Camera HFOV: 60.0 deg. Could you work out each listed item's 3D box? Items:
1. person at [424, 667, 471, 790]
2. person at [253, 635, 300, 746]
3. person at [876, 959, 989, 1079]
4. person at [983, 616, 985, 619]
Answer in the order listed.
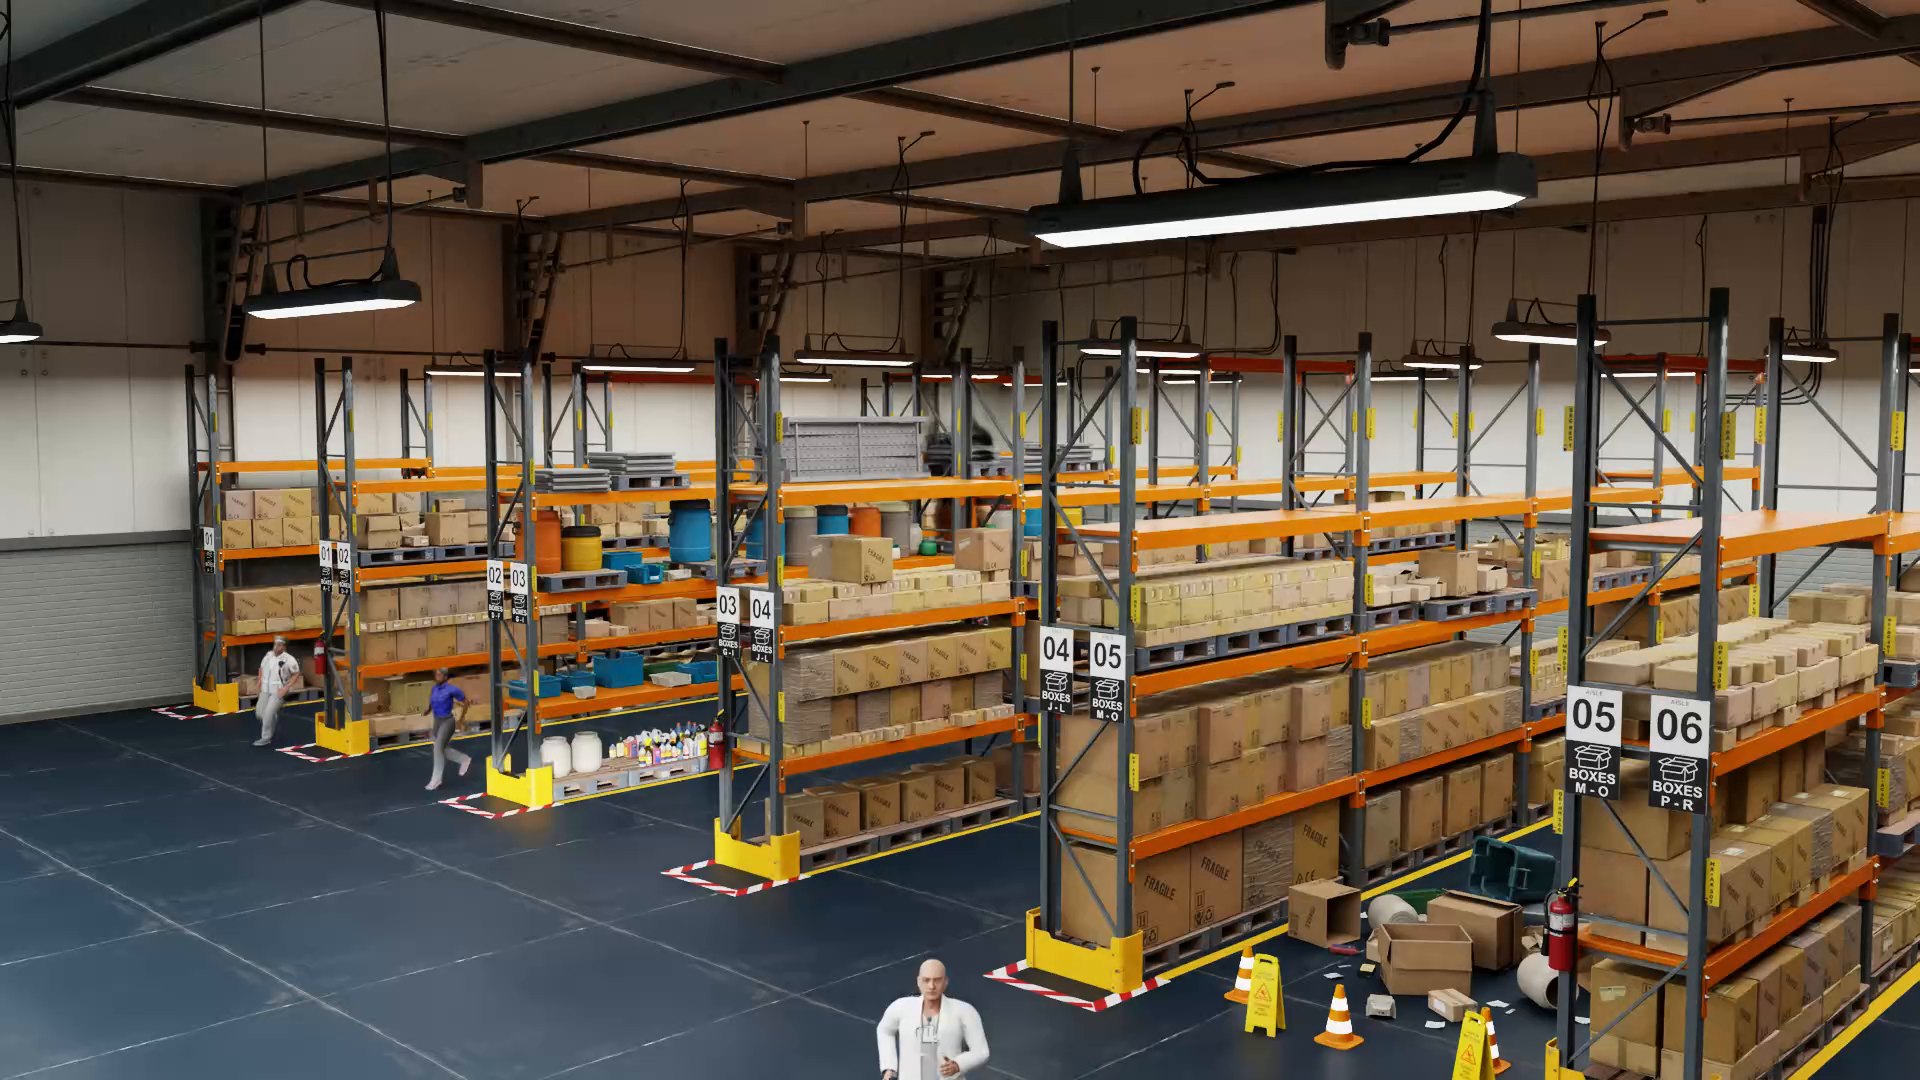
[{"bbox_3d":[-7.139,2.586,23.125,0.616,1.661,0.847,3,5,34],"label":"person"},{"bbox_3d":[-10.649,2.328,25.938,0.697,1.709,0.584,1,4,9],"label":"person"},{"bbox_3d":[-0.175,3.476,10.335,0.714,1.754,1.034,0,4,1],"label":"person"},{"bbox_3d":[0.631,1.739,32.943,0.638,1.840,0.774,3,5,33],"label":"person"}]
